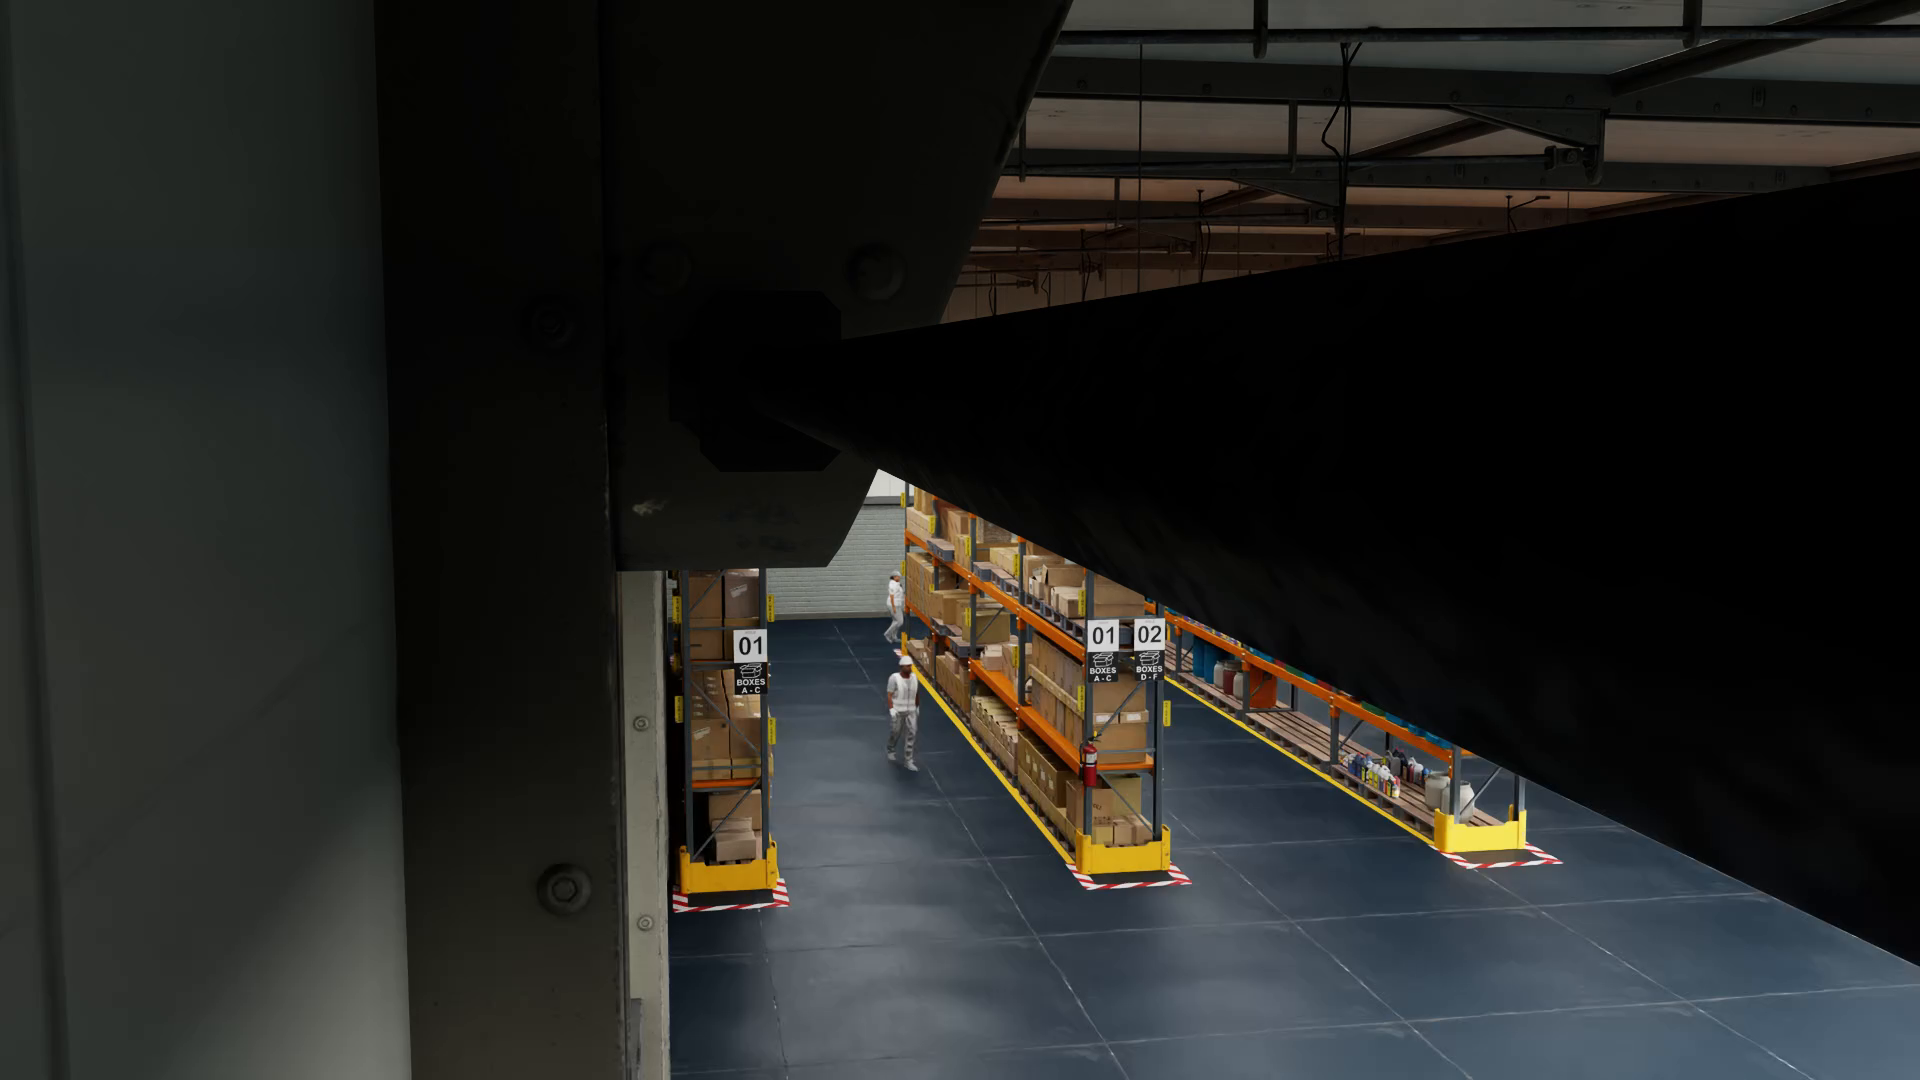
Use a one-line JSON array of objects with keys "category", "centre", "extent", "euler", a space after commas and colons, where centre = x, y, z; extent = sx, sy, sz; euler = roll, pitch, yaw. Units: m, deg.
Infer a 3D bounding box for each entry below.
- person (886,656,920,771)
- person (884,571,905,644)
[{"category": "person", "centre": [-0.870, 2.726, 26.430], "extent": [0.668, 1.768, 0.822], "euler": [-4, 7, -33]}, {"category": "person", "centre": [-1.510, 1.533, 38.185], "extent": [0.490, 1.651, 0.510], "euler": [0, 6, -3]}]
